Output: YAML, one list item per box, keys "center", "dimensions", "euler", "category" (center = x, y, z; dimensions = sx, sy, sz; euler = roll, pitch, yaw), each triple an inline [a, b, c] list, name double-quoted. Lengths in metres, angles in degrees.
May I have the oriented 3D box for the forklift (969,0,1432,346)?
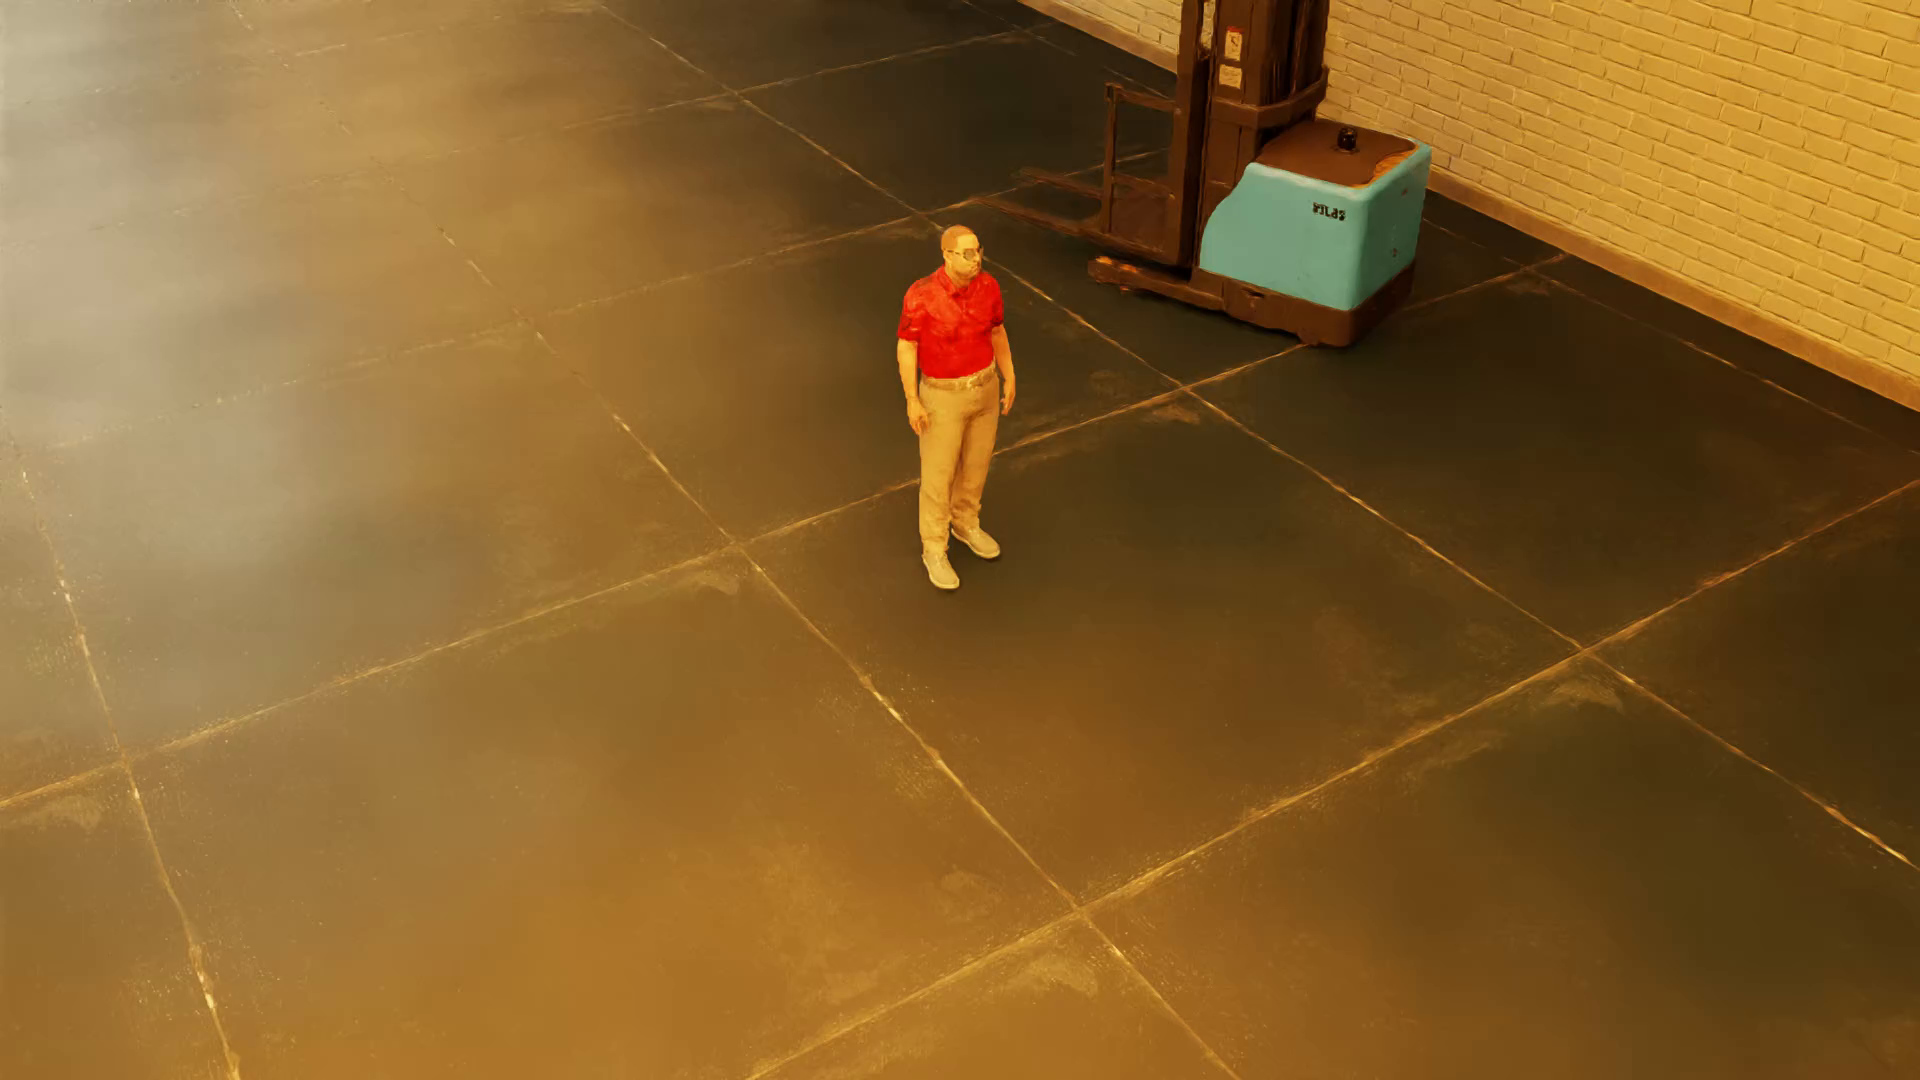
- center: [1.473, -3.079, 10.529]
  dimensions: [3.031, 2.935, 1.130]
  euler: [23, 41, 29]
  category: "forklift"

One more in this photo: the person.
- center: [0.039, -0.666, 8.129]
  dimensions: [0.640, 1.727, 0.550]
  euler: [-21, 40, -27]
  category: "person"
